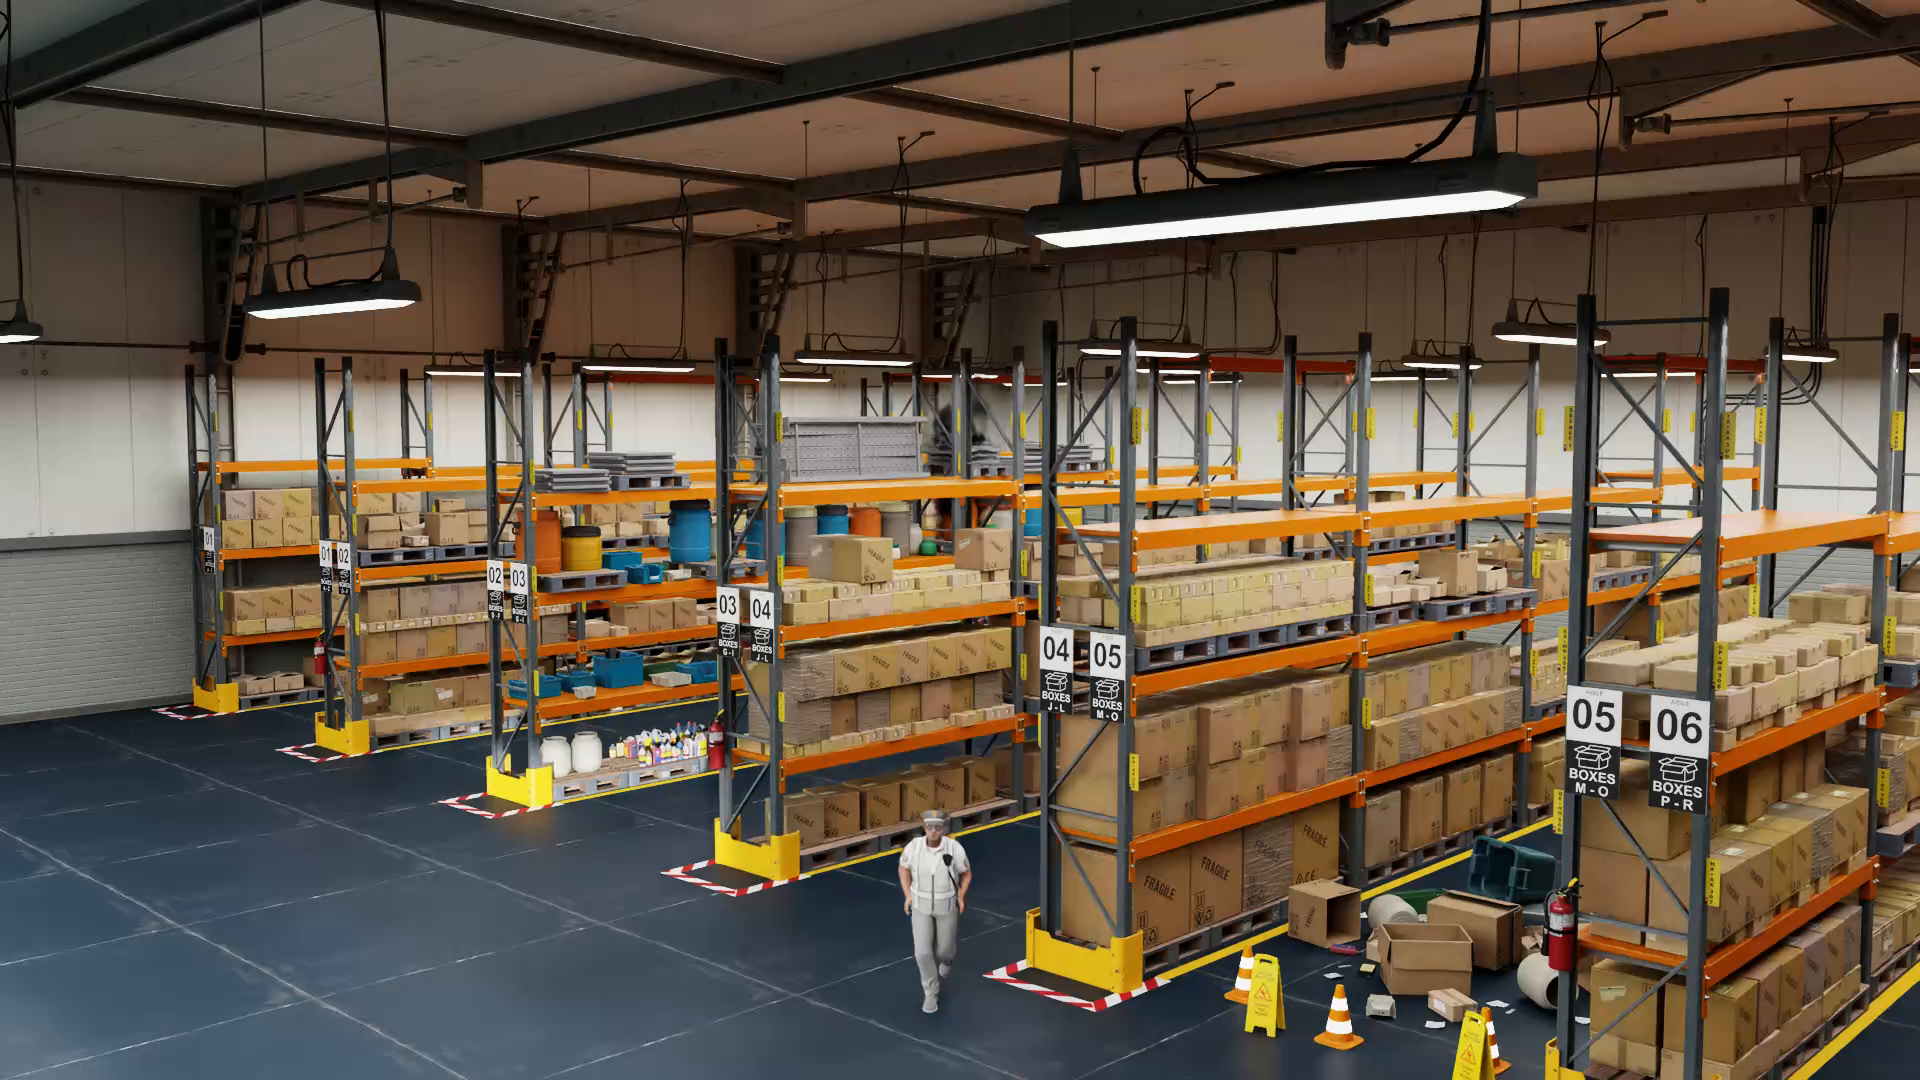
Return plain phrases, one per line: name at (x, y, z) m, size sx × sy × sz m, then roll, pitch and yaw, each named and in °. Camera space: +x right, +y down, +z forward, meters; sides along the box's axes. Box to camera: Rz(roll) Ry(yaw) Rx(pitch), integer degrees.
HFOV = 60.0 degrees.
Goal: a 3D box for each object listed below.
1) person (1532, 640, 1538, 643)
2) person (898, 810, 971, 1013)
person at (8.968, 2.363, 25.981) m, size 0.717 × 1.612 × 0.613 m, roll -4°, pitch 6°, yaw -43°
person at (-0.221, 3.189, 14.606) m, size 0.647 × 1.744 × 0.757 m, roll 0°, pitch 4°, yaw 3°
